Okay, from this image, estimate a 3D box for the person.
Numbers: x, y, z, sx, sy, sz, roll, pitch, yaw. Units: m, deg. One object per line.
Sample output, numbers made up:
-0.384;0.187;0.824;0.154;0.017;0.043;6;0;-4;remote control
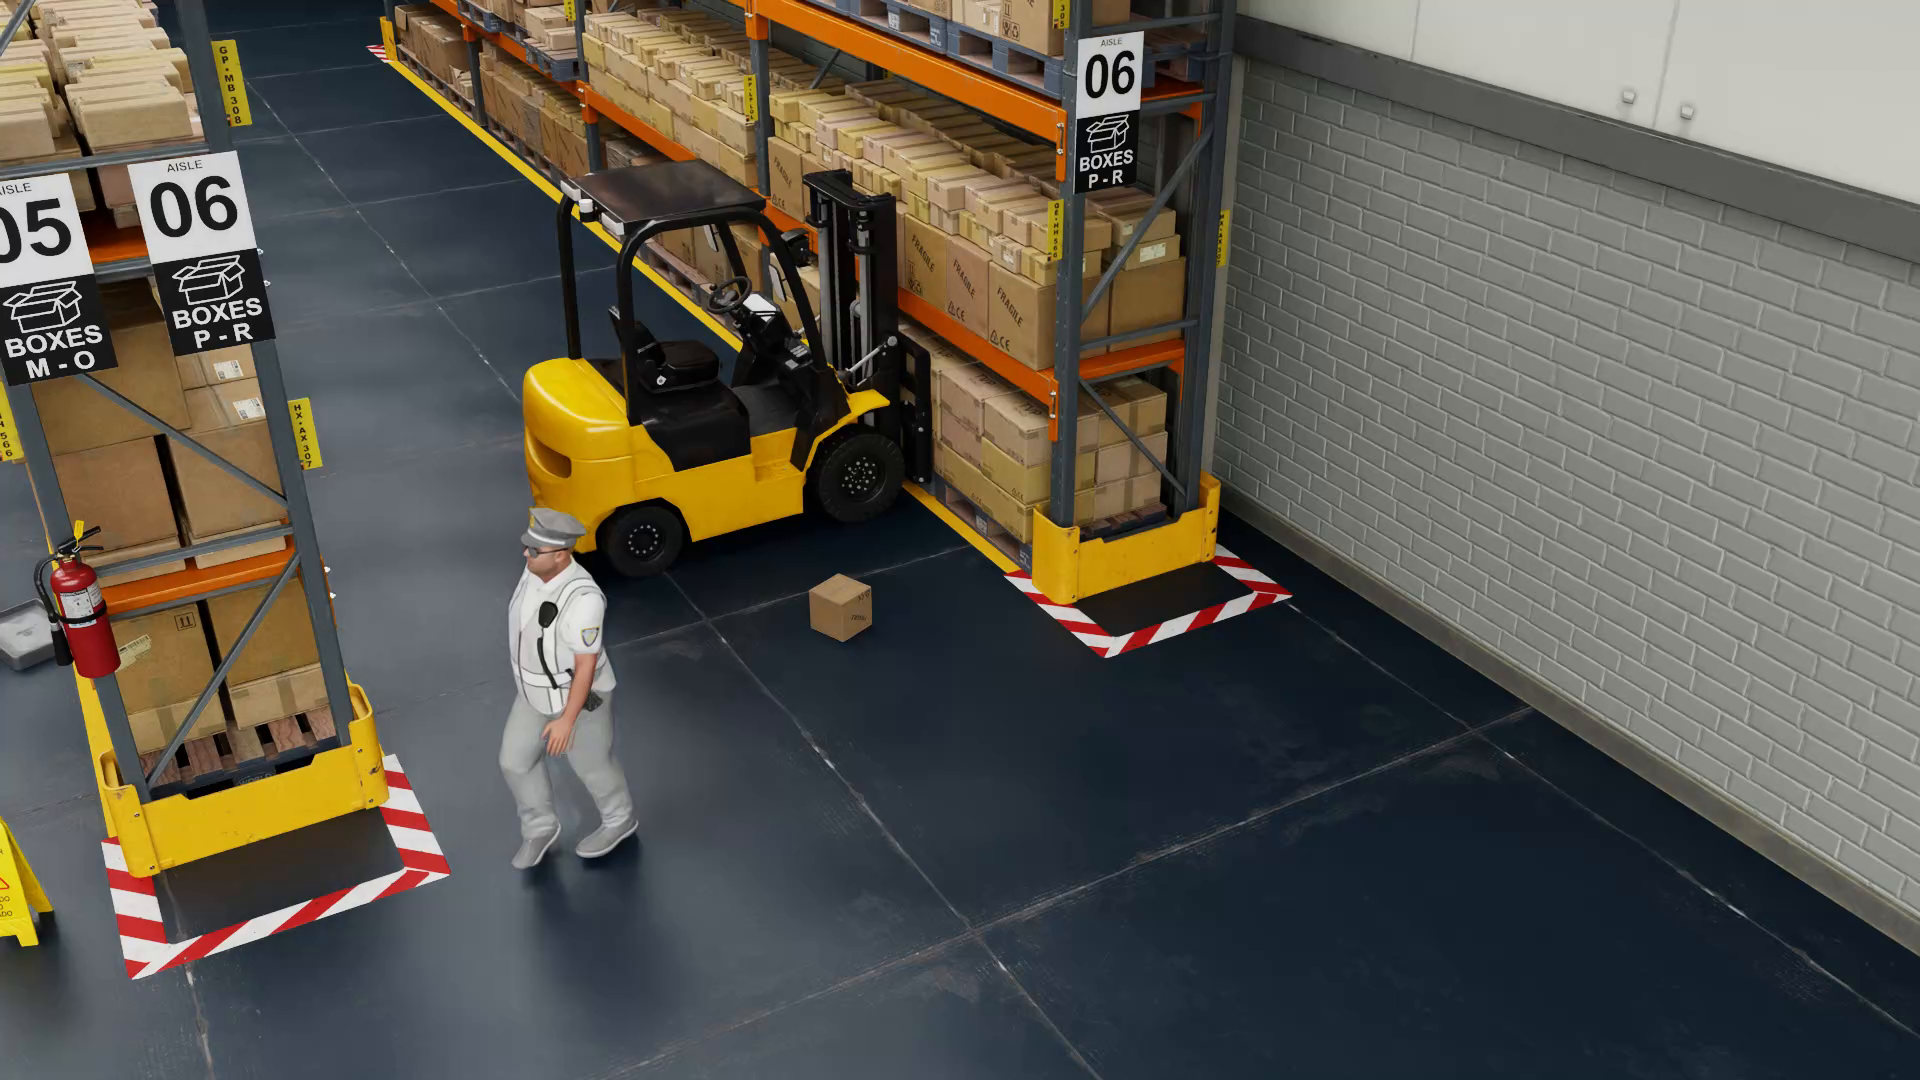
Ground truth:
-1.756;0.710;7.296;0.530;1.858;0.579;25;38;38;person
